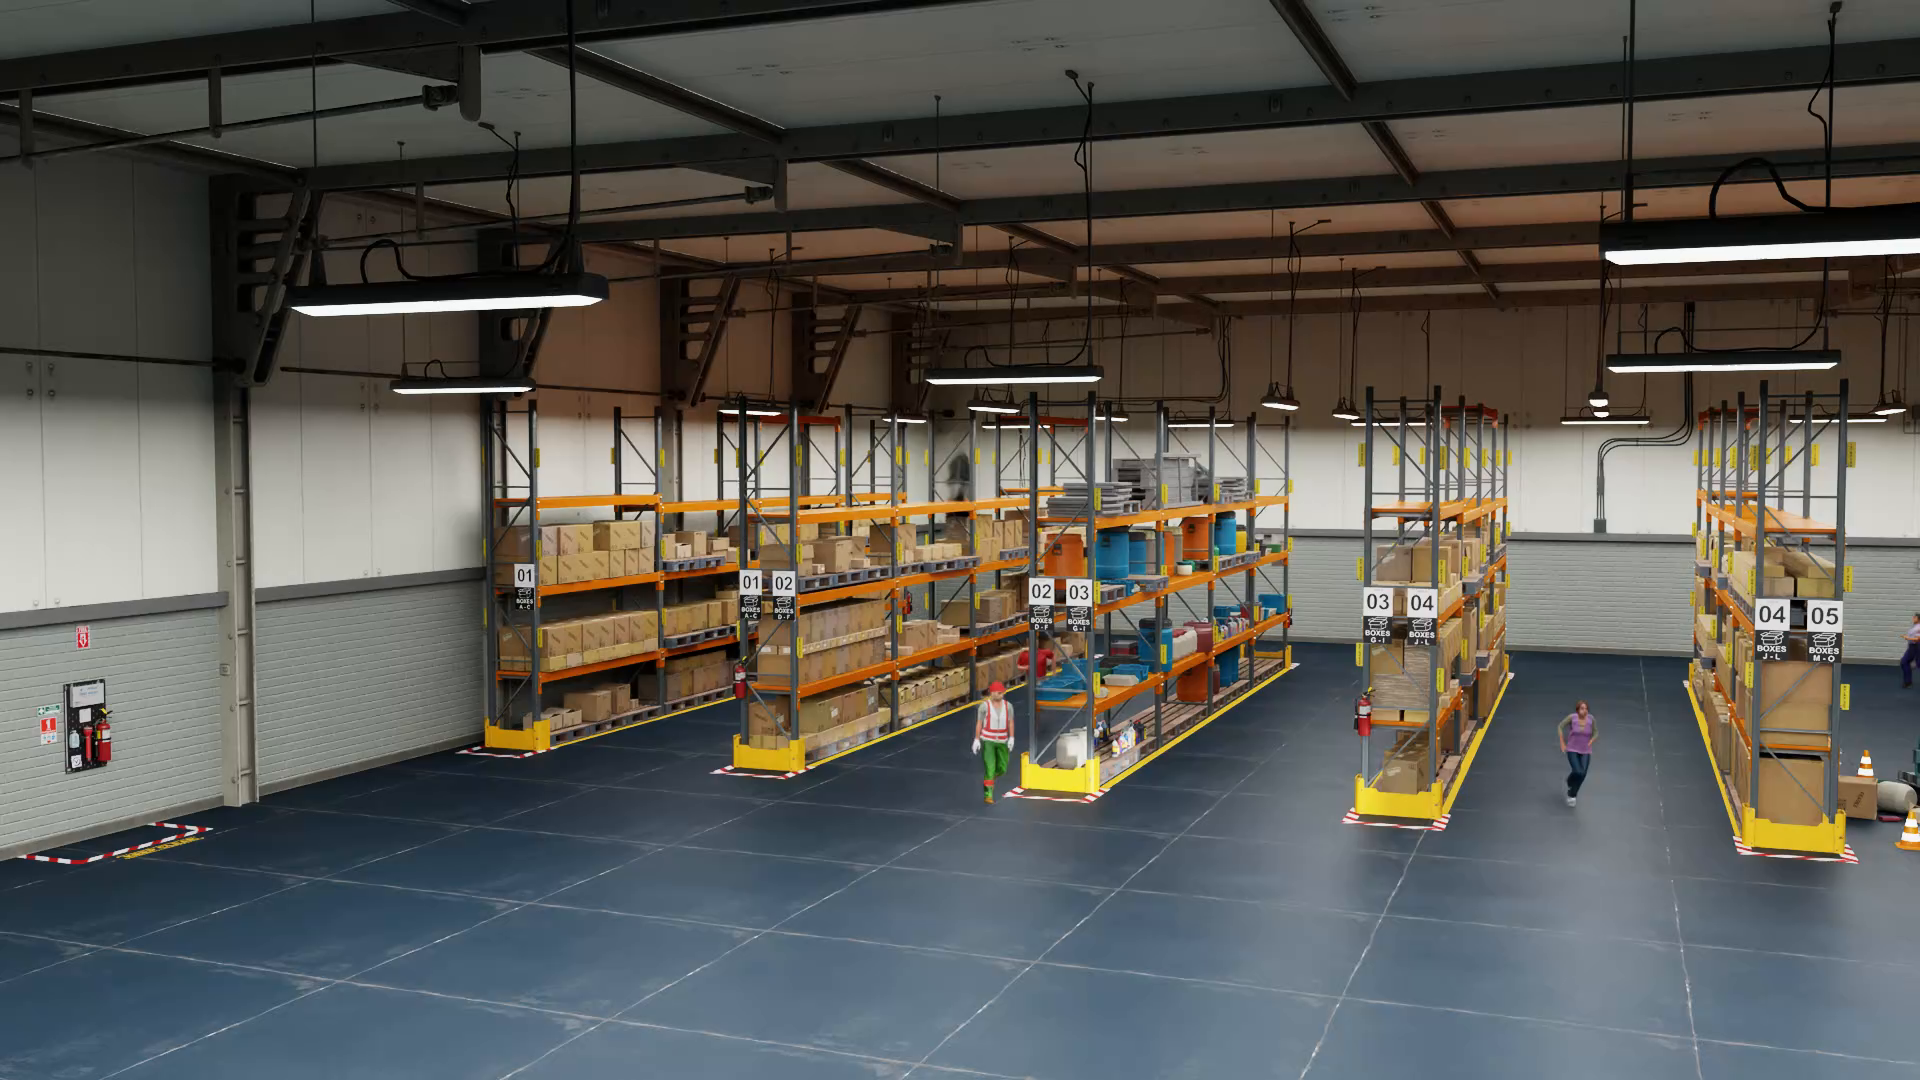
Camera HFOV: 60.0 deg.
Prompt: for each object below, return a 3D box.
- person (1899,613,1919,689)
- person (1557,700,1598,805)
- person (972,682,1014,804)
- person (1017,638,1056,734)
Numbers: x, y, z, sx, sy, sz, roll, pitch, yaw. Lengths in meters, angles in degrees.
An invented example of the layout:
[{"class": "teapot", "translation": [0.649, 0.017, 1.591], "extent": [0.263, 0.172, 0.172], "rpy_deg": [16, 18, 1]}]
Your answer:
[{"class": "person", "translation": [20.645, 2.420, 35.850], "extent": [0.734, 1.713, 0.576], "rpy_deg": [1, 3, 14]}, {"class": "person", "translation": [8.882, 3.104, 23.845], "extent": [0.511, 1.439, 0.588], "rpy_deg": [0, 3, 1]}, {"class": "person", "translation": [0.470, 2.928, 24.298], "extent": [0.631, 1.763, 0.820], "rpy_deg": [-1, 3, -19]}, {"class": "person", "translation": [1.403, 2.655, 30.491], "extent": [0.687, 1.780, 0.876], "rpy_deg": [1, 3, 12]}]
